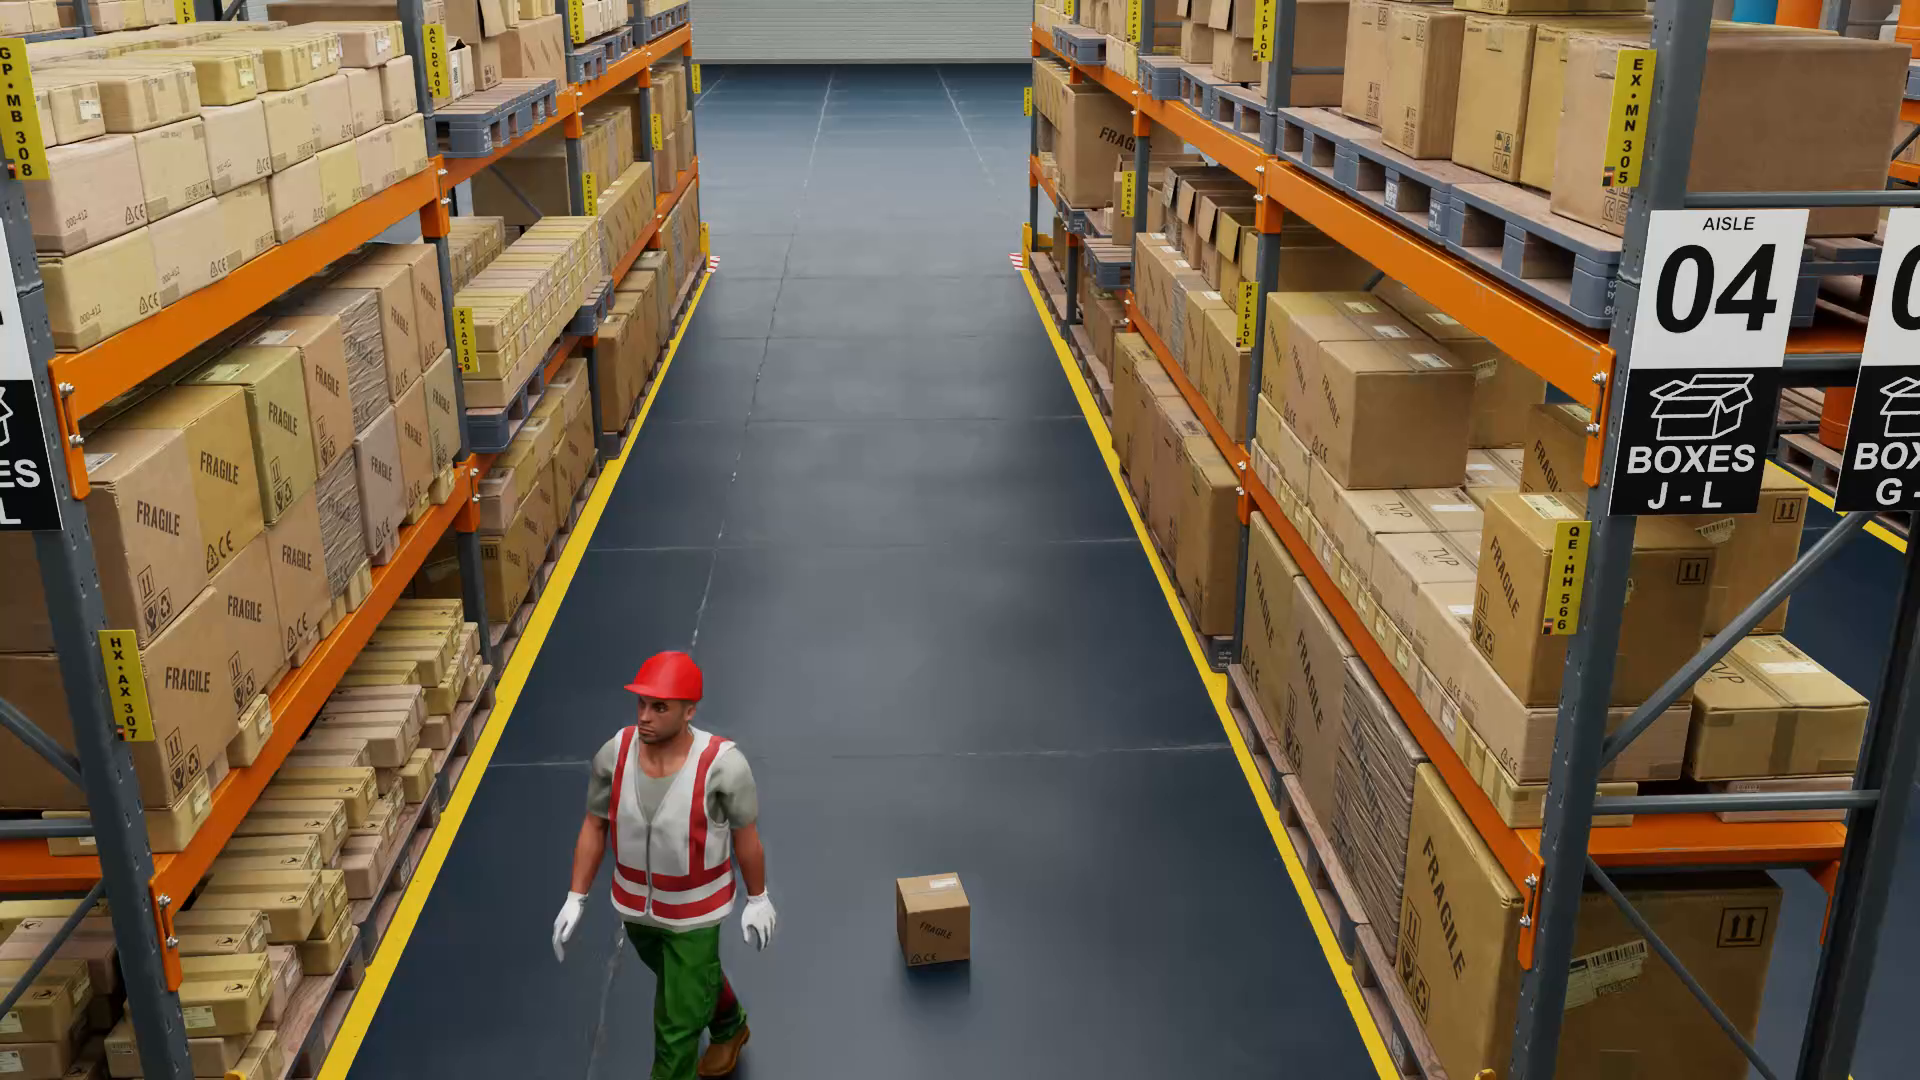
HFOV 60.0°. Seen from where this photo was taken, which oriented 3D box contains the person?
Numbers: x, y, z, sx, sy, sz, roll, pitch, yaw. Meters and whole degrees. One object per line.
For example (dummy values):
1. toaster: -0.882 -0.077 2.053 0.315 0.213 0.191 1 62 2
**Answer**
1. person: -0.960 1.187 5.306 0.605 1.739 1.050 8 22 20
